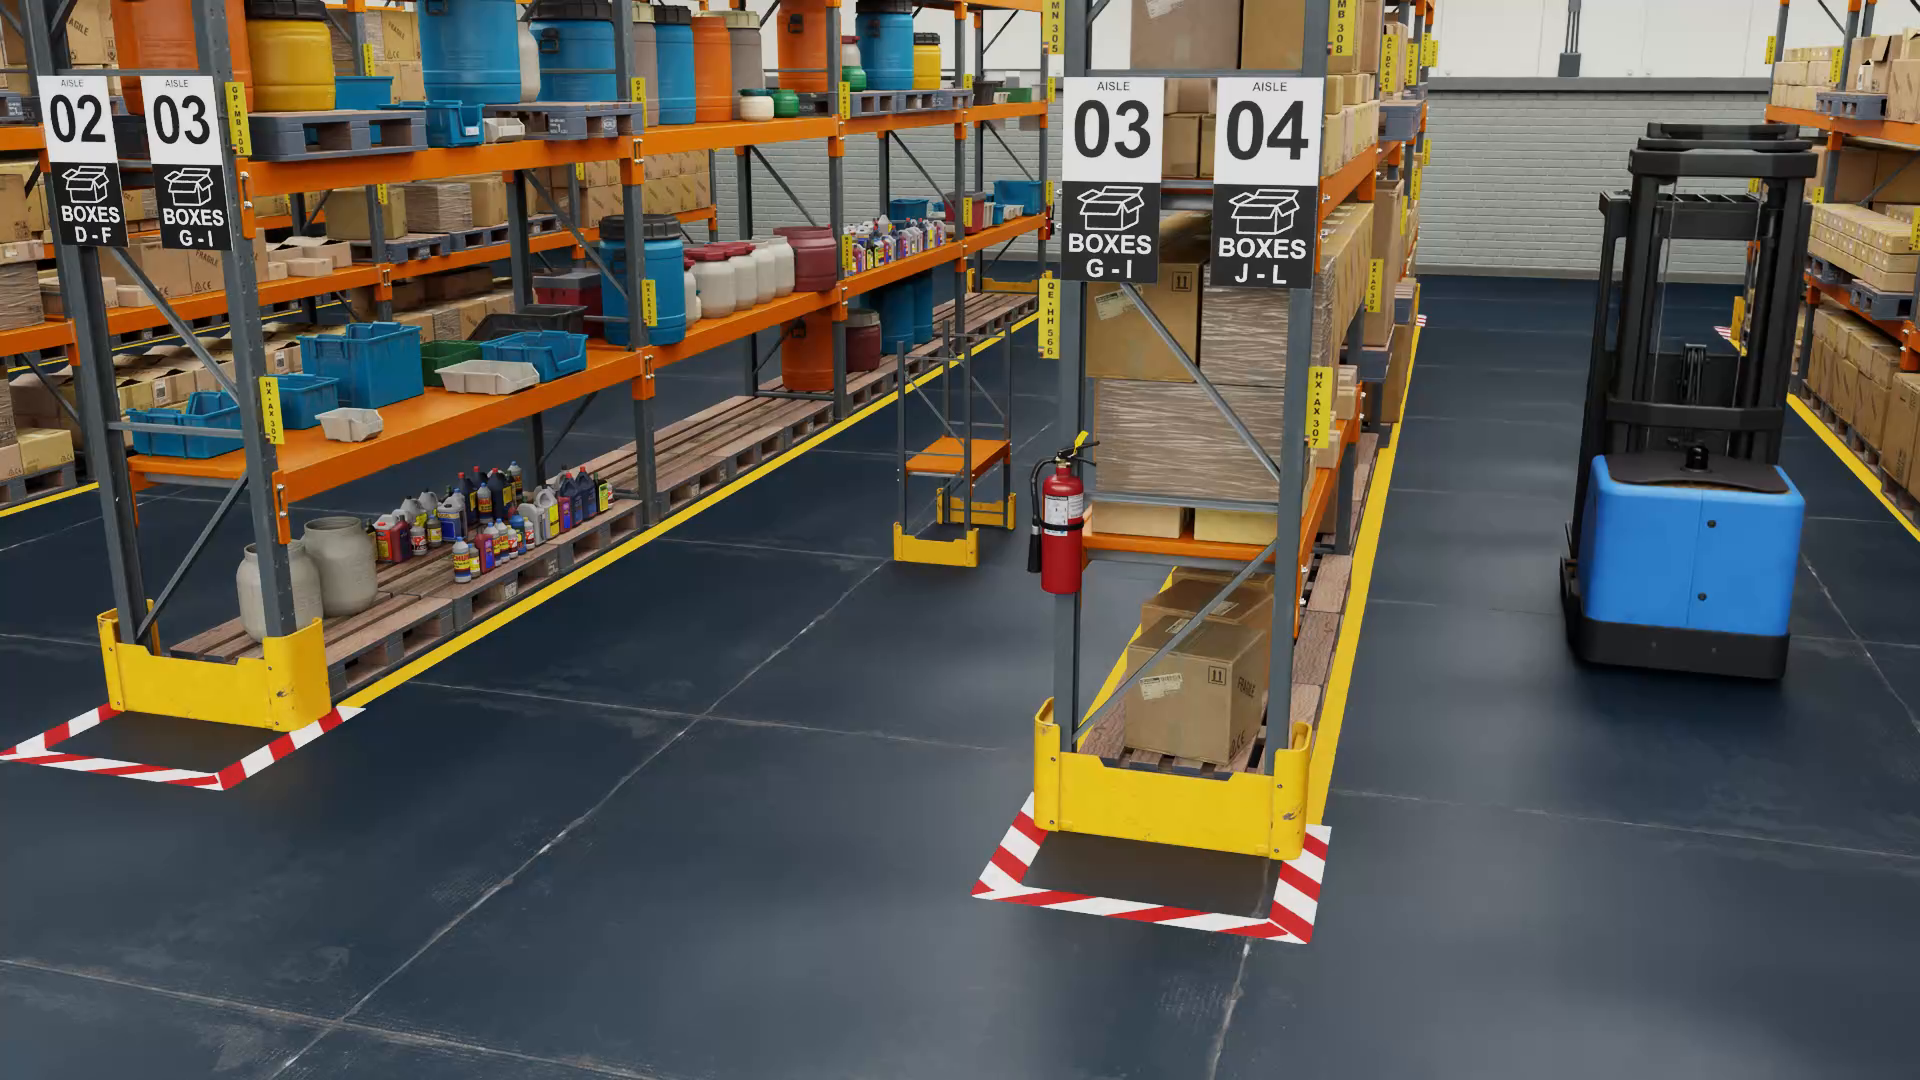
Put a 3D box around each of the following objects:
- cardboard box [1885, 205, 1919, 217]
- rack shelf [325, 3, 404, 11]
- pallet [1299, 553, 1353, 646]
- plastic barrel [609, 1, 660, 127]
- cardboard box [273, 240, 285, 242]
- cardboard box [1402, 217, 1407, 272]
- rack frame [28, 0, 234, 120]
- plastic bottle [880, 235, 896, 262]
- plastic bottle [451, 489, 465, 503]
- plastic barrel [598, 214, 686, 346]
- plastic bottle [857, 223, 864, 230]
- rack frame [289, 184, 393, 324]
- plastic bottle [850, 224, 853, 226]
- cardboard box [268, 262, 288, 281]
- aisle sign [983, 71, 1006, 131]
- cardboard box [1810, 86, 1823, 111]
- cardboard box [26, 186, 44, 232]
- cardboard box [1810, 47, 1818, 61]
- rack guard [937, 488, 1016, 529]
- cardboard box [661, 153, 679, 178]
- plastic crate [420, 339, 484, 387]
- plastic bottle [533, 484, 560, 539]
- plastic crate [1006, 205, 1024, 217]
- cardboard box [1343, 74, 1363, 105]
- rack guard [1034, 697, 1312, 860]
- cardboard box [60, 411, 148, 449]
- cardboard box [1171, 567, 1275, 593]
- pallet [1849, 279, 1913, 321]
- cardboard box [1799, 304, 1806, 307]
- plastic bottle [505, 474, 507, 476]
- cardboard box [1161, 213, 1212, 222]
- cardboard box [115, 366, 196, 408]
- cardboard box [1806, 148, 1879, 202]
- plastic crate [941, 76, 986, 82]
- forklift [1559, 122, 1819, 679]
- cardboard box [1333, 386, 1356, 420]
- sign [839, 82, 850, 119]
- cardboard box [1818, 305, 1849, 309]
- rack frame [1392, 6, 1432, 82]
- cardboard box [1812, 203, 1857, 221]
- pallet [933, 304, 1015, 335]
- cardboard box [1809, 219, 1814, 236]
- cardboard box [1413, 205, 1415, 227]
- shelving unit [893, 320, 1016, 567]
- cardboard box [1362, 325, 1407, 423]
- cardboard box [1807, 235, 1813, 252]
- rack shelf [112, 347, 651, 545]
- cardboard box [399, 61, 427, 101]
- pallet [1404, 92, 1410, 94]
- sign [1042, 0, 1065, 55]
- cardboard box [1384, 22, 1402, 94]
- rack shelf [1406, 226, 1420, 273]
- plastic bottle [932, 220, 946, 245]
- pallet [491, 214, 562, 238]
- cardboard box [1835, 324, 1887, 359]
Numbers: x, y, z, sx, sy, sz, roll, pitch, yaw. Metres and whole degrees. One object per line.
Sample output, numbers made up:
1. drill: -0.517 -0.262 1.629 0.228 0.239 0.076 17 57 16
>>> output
1. cardboard box: 9.110 -3.127 15.958 0.380 0.149 0.250 5 17 18
2. rack shelf: -9.369 -7.314 23.177 1.077 0.370 4.000 5 16 16
3. pallet: 1.879 0.322 10.308 1.003 0.211 1.213 5 16 16
4. plastic barrel: -2.590 -3.587 12.564 0.600 0.901 0.600 0 16 0
5. cardboard box: -9.564 -4.193 23.738 0.380 0.149 0.250 5 17 16
6. cardboard box: 4.150 -2.929 16.477 0.500 0.500 0.500 4 16 15
7. rack frame: -3.849 -3.422 7.402 1.000 3.000 0.127 5 16 16
8. plastic bottle: -0.749 -3.020 17.207 0.152 0.276 0.135 5 16 16
9. plastic bottle: -3.399 -0.211 11.271 0.097 0.271 0.097 0 16 0
10. plastic barrel: -2.312 -1.901 12.115 0.600 0.901 0.708 5 16 16
11. plastic bottle: -1.099 -3.398 18.547 0.097 0.271 0.097 0 16 0
12. rack frame: -6.324 -3.014 16.958 1.000 3.000 0.127 5 16 16
13. plastic bottle: -1.205 -3.324 18.265 0.061 0.283 0.133 5 16 16
14. cardboard box: -6.632 -2.555 15.800 0.380 0.149 0.250 6 17 20
15. aisle sign: 0.433 -6.014 22.772 0.394 0.787 0.004 5 16 16
16. cardboard box: 9.070 -4.530 17.081 0.500 0.250 0.500 5 16 16
17. cardboard box: -10.691 -3.705 18.630 0.500 0.500 0.500 5 17 18
18. cardboard box: 9.206 -5.127 17.538 0.380 0.149 0.250 5 16 15
19. rack guard: 0.120 -0.231 12.184 0.587 0.250 0.087 5 16 16
20. cardboard box: -4.199 -5.230 22.755 0.500 0.500 0.500 5 17 17
21. plastic crate: -3.369 -1.147 10.764 0.450 0.188 0.662 5 16 16
22. plastic bottle: -2.765 -0.194 11.064 0.144 0.351 0.185 5 16 16
23. plastic crate: 0.640 -4.396 22.205 0.396 0.136 0.243 5 16 16
24. cardboard box: 1.851 -2.308 8.517 0.380 0.149 0.250 5 17 18
25. rack guard: 0.921 1.031 7.278 1.175 0.500 0.348 5 16 16
26. cardboard box: -7.108 -0.933 13.890 0.500 0.250 0.500 4 16 15
27. cardboard box: 1.426 0.366 8.855 0.500 0.500 0.500 6 17 21
28. pallet: 8.000 -1.936 13.509 1.213 0.211 1.003 5 16 16
29. cardboard box: 9.344 -2.587 18.816 0.380 0.149 0.250 5 17 17
30. plastic bottle: -3.252 -0.372 11.964 0.097 0.201 0.097 0 16 0
31. cardboard box: 1.381 -1.511 9.097 0.500 0.500 0.500 5 16 16
32. cardboard box: -6.957 -1.336 14.283 0.500 0.311 0.500 4 16 15
33. cardboard box: 8.911 -3.696 16.803 0.500 0.500 0.500 4 16 14
34. plastic crate: 0.000 -5.756 21.244 0.504 0.338 0.767 5 16 16
35. forklift: 4.372 -1.022 10.063 1.130 2.935 3.031 5 17 16
36. cardboard box: 2.084 -0.799 9.609 0.380 0.149 0.250 5 16 16
37. sign: -1.046 -3.981 15.061 0.100 0.325 0.005 5 16 16
38. cardboard box: 9.849 -2.548 18.681 0.380 0.149 0.250 4 16 14
39. rack frame: 5.447 -7.224 20.806 1.000 3.000 0.127 5 16 16
40. cardboard box: 8.484 -3.180 16.144 0.380 0.149 0.250 6 17 19
41. pallet: 0.078 -2.849 21.488 1.003 0.211 1.213 5 16 16
42. cardboard box: 8.484 -3.037 16.185 0.380 0.149 0.250 5 17 17
43. cardboard box: 4.982 -3.730 19.214 0.500 0.250 0.500 5 17 17
44. shelving unit: -0.022 -0.702 11.554 0.587 1.500 1.083 5 16 16
45. cardboard box: 3.389 -1.603 15.109 1.225 0.875 0.875 4 16 13
46. cardboard box: 8.484 -2.894 16.225 0.380 0.149 0.250 4 16 13
47. rack shelf: -3.281 -0.713 10.164 1.077 0.370 4.000 5 16 16
48. cardboard box: -6.087 -4.755 17.417 0.910 0.500 0.500 5 16 16
49. pallet: 3.620 -4.062 15.503 1.003 0.211 1.213 5 17 18
50. sign: 0.373 -2.069 6.507 0.100 0.325 0.005 5 16 16
51. cardboard box: 2.987 -3.569 12.318 0.500 0.500 0.500 5 17 17
52. rack shelf: 4.878 -3.468 19.878 1.077 0.370 4.000 5 16 16
53. plastic bottle: -0.241 -3.487 18.854 0.152 0.276 0.135 5 16 16
54. pallet: -5.519 -3.767 19.966 1.003 0.211 1.213 5 16 16
55. cardboard box: 8.275 -1.795 15.097 0.500 0.250 0.500 5 17 18
